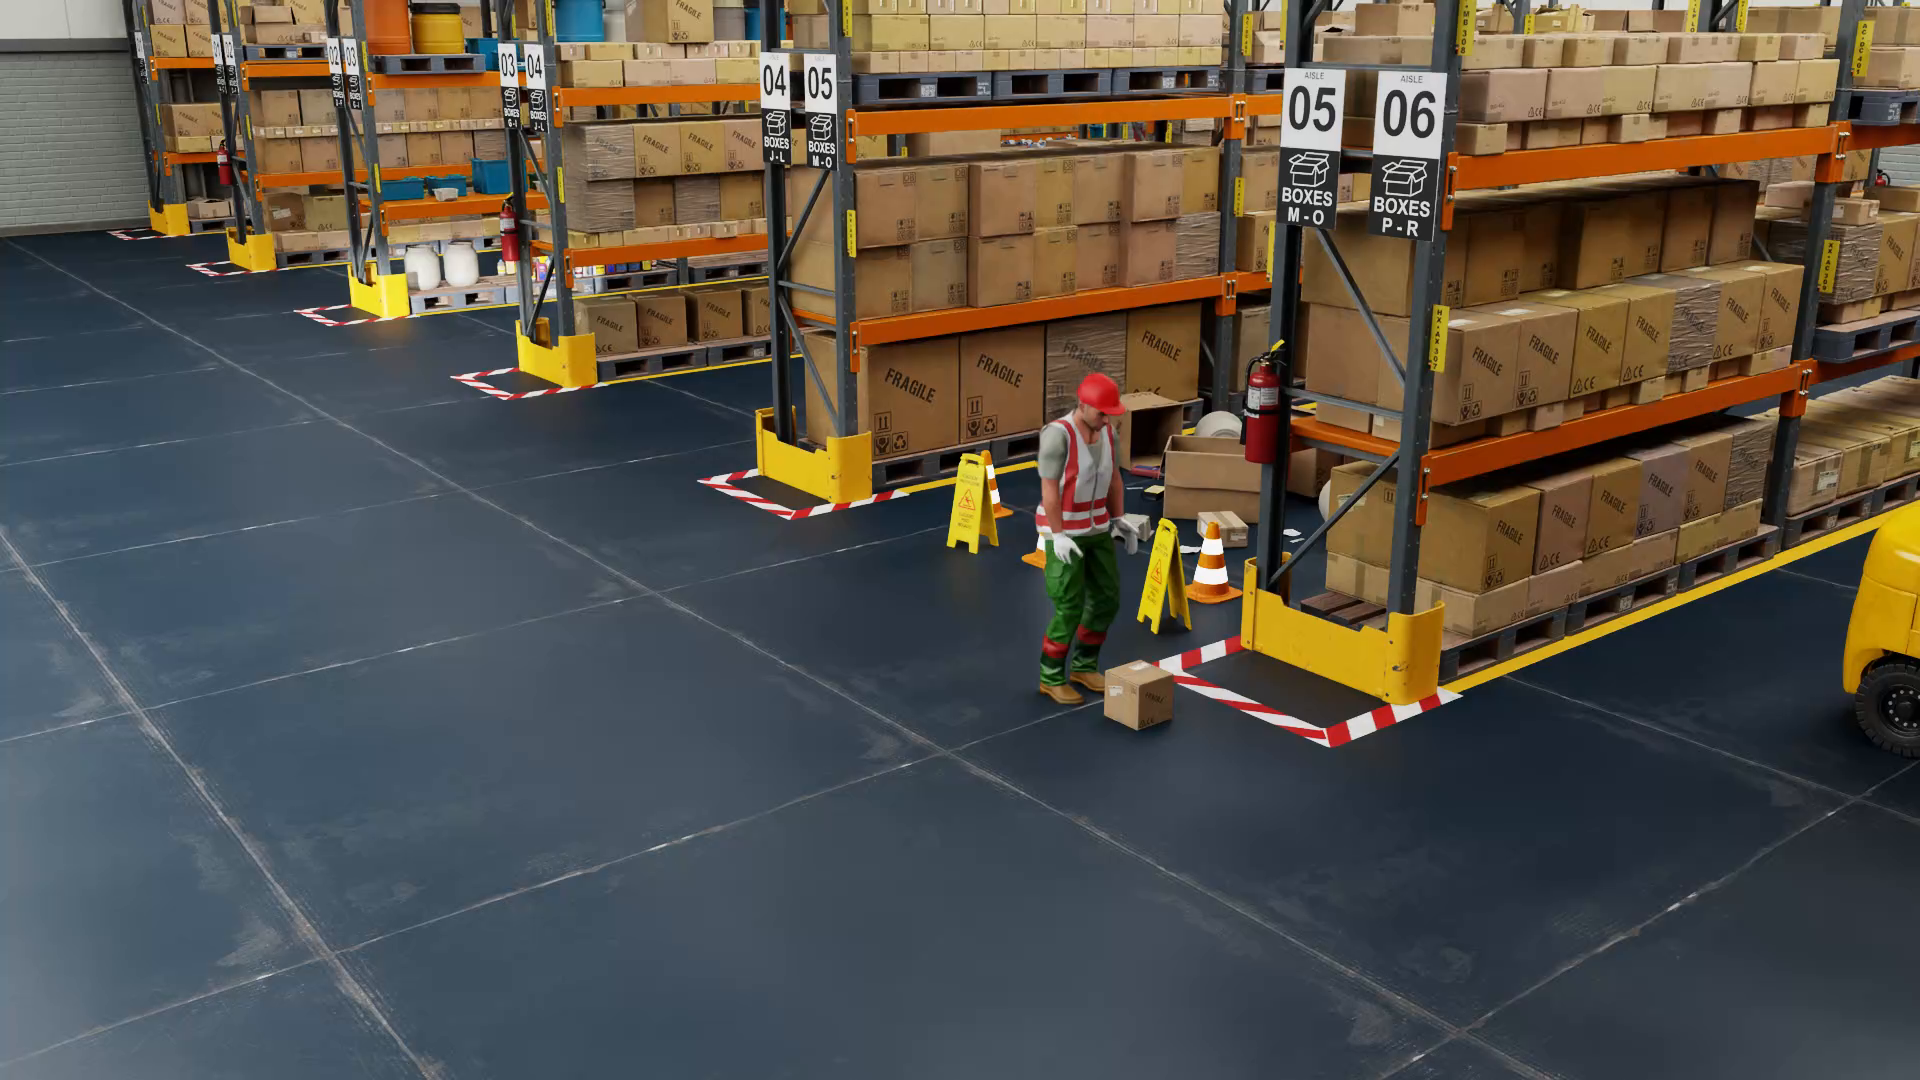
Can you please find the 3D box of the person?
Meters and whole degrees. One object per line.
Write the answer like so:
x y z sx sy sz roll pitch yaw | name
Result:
0.651 -0.023 8.663 0.539 1.744 0.443 -14 22 -38 | person
